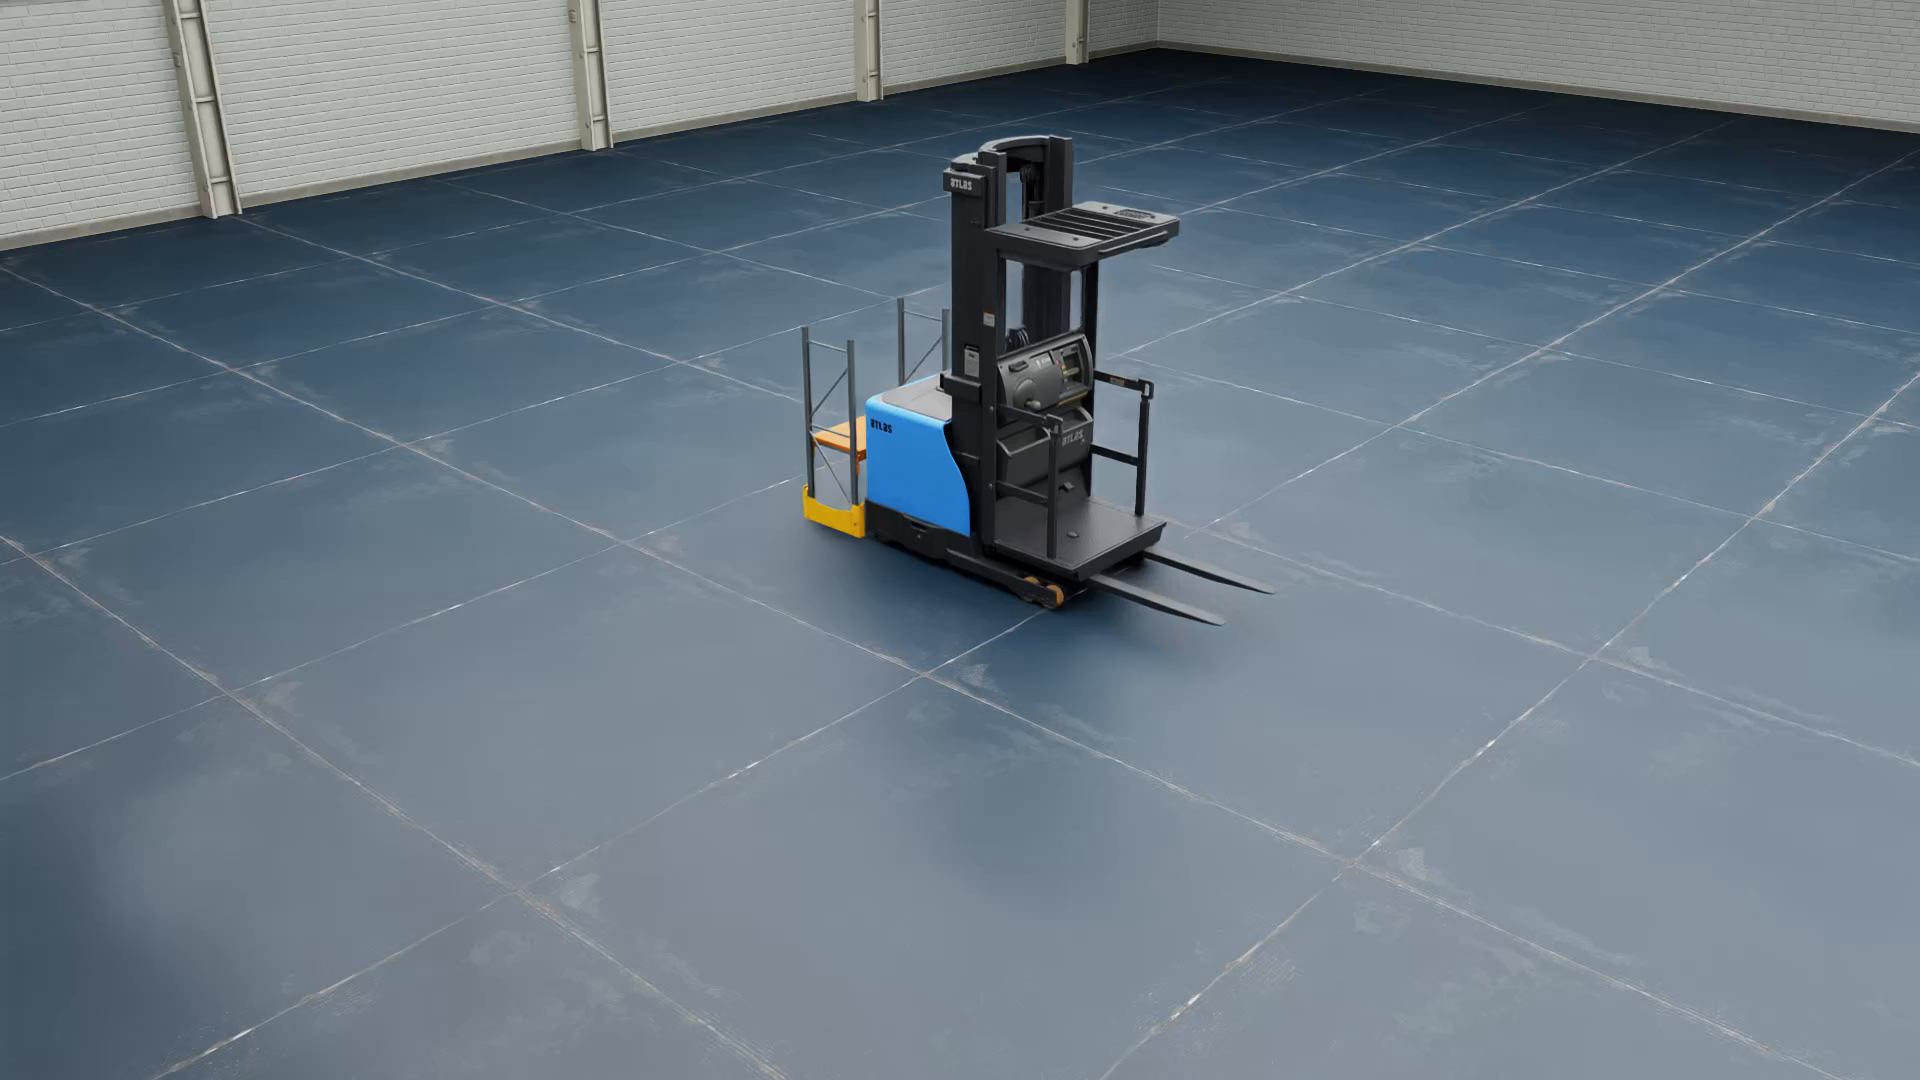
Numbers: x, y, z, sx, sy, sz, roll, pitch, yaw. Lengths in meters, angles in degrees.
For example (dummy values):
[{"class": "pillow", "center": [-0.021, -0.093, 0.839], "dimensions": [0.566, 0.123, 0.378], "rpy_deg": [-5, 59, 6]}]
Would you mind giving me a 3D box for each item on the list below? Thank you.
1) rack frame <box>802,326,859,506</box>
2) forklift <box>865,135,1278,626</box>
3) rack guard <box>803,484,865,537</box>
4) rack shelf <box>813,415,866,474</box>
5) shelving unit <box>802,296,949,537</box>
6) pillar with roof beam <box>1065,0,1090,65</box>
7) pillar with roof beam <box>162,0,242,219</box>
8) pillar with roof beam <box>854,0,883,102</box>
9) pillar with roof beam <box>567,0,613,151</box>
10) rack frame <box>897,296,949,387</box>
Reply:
[{"class": "rack frame", "center": [-0.944, -0.792, 12.154], "dimensions": [0.500, 1.500, 0.032], "rpy_deg": [19, 31, 37]}, {"class": "forklift", "center": [0.740, -1.111, 11.116], "dimensions": [3.031, 2.935, 1.130], "rpy_deg": [20, 31, 38]}, {"class": "rack guard", "center": [-0.943, -0.222, 12.411], "dimensions": [0.587, 0.250, 0.087], "rpy_deg": [19, 31, 37]}, {"class": "rack shelf", "center": [-0.612, -0.785, 12.579], "dimensions": [0.538, 0.185, 1.000], "rpy_deg": [19, 31, 37]}, {"class": "shelving unit", "center": [-0.618, -0.947, 12.499], "dimensions": [0.587, 1.500, 1.083], "rpy_deg": [19, 31, 37]}, {"class": "pillar with roof beam", "center": [5.589, -12.669, 29.479], "dimensions": [9.100, 9.000, 0.400], "rpy_deg": [20, 31, 38]}, {"class": "pillar with roof beam", "center": [-6.425, -7.185, 17.248], "dimensions": [9.100, 9.000, 0.400], "rpy_deg": [20, 31, 38]}, {"class": "pillar with roof beam", "center": [1.584, -10.841, 25.402], "dimensions": [9.100, 9.000, 0.400], "rpy_deg": [20, 31, 38]}, {"class": "pillar with roof beam", "center": [-2.420, -9.013, 21.325], "dimensions": [9.100, 9.000, 0.400], "rpy_deg": [20, 31, 38]}, {"class": "rack frame", "center": [-0.280, -1.107, 12.857], "dimensions": [0.500, 1.500, 0.032], "rpy_deg": [19, 31, 37]}]
